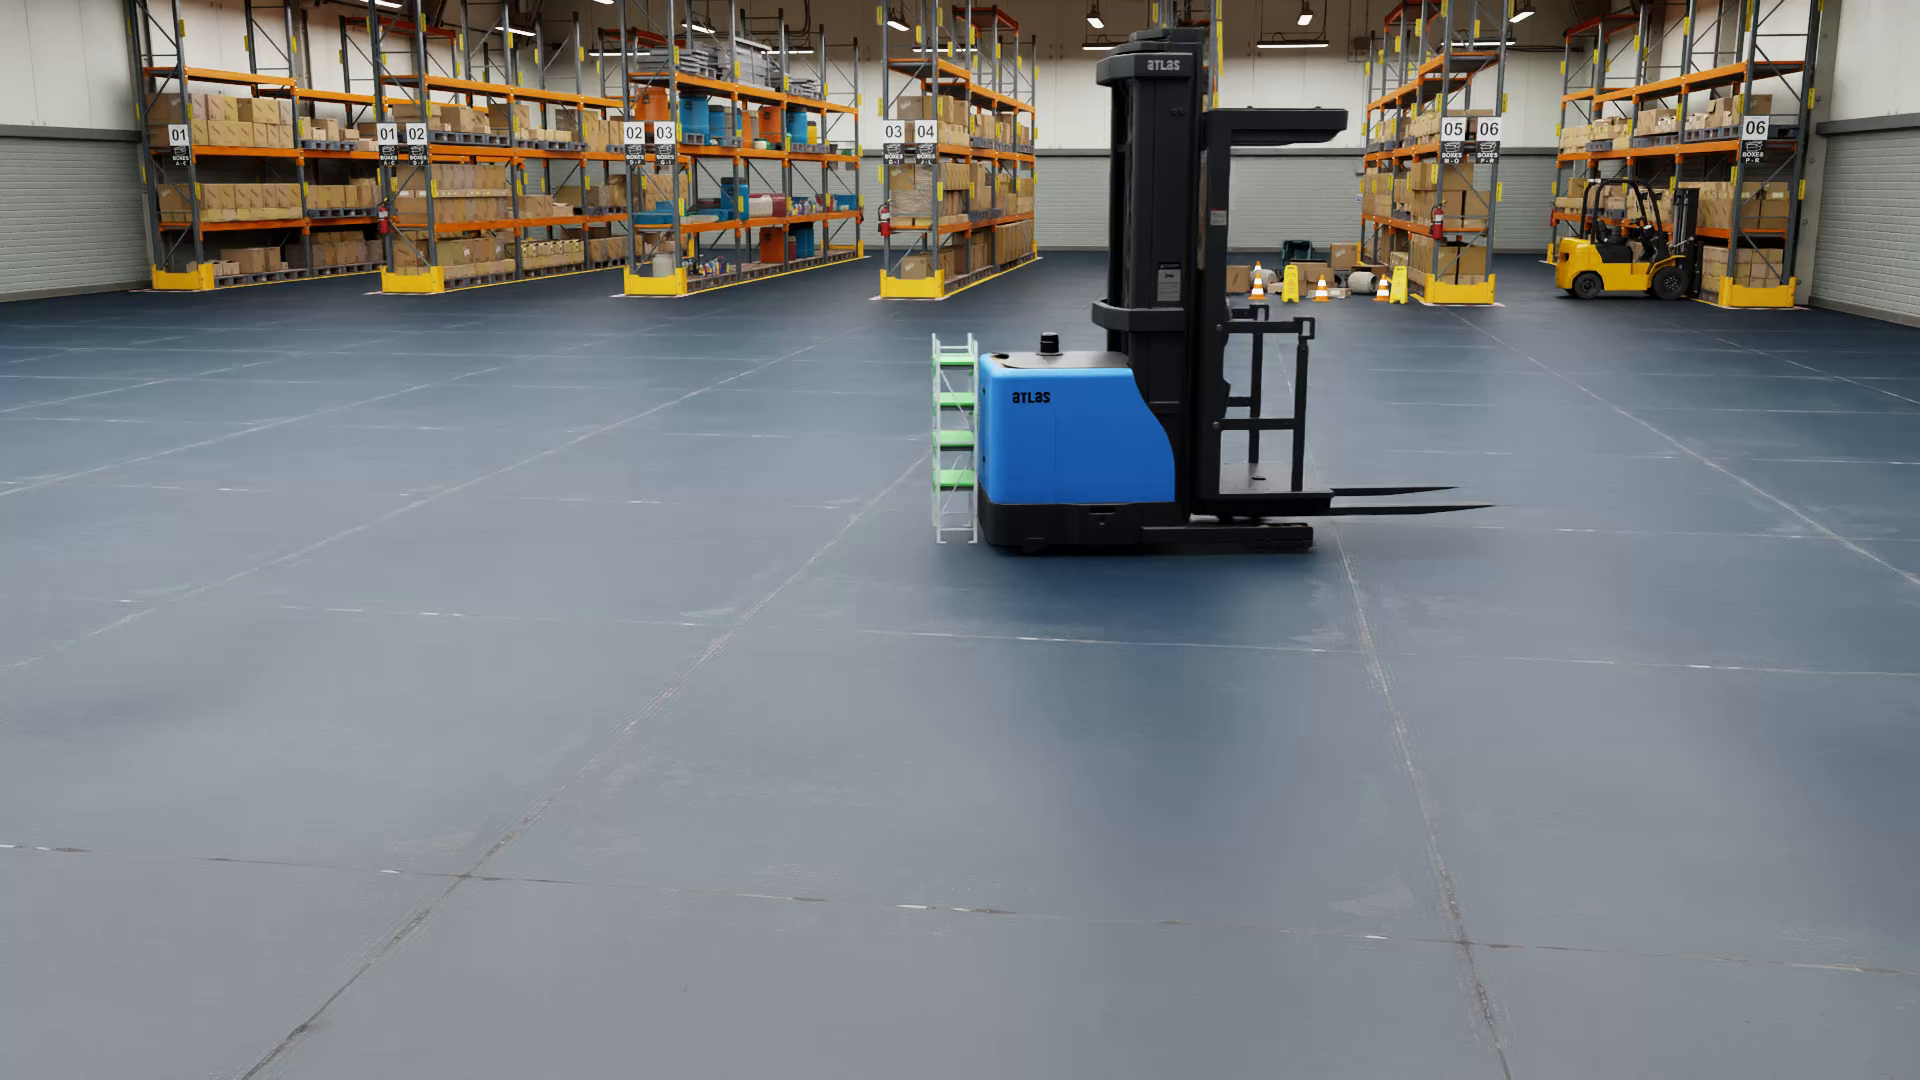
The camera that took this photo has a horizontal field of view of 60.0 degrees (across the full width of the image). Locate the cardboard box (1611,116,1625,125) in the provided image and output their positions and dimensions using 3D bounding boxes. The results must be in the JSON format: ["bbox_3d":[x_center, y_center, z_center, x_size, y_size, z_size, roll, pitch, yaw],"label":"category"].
[{"bbox_3d":[15.657,-9.907,39.396,0.396,0.266,0.258,2,12,8],"label":"cardboard box"}]

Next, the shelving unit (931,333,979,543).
[{"bbox_3d":[-0.033,-0.621,10.026,0.258,1.200,0.503,-1,12,-4],"label":"shelving unit"}]

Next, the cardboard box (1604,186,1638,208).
[{"bbox_3d":[15.090,-7.796,37.807,0.797,0.503,0.637,2,12,7],"label":"cardboard box"}]

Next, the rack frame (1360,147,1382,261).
[{"bbox_3d":[11.347,-9.020,44.728,1.000,3.000,0.127,2,12,9],"label":"rack frame"}]

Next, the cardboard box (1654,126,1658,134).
[{"bbox_3d":[14.394,-8.359,33.902,0.380,0.149,0.250,2,12,8],"label":"cardboard box"}]

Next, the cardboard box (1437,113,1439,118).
[{"bbox_3d":[8.745,-7.609,29.763,0.380,0.149,0.250,2,12,8],"label":"cardboard box"}]

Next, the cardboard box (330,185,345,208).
[{"bbox_3d":[-14.699,-7.948,38.470,0.700,0.500,0.500,4,13,16],"label":"cardboard box"}]

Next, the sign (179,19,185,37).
[{"bbox_3d":[-15.053,-9.902,32.176,0.100,0.325,0.005,2,12,9],"label":"sign"}]

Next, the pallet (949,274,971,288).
[{"bbox_3d":[-0.359,-5.339,34.266,1.003,0.211,1.213,2,12,9],"label":"pallet"}]

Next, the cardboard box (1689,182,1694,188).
[{"bbox_3d":[13.942,-6.656,31.273,0.380,0.149,0.250,2,12,10],"label":"cardboard box"}]

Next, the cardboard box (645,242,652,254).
[{"bbox_3d":[-8.570,-7.811,44.457,0.500,0.311,0.500,2,12,9],"label":"cardboard box"}]

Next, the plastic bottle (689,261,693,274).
[{"bbox_3d":[-5.622,-5.696,34.737,0.097,0.271,0.097,0,12,0],"label":"plastic bottle"}]

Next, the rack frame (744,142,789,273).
[{"bbox_3d":[-4.570,-7.836,39.235,1.000,3.000,0.127,2,12,9],"label":"rack frame"}]

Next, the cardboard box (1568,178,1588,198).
[{"bbox_3d":[15.685,-8.901,42.044,0.500,0.500,0.500,2,12,10],"label":"cardboard box"}]

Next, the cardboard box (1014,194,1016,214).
[{"bbox_3d":[1.137,-8.451,41.850,0.500,0.500,0.500,2,12,9],"label":"cardboard box"}]

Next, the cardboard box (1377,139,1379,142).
[{"bbox_3d":[10.513,-9.985,41.172,0.396,0.266,0.258,2,12,10],"label":"cardboard box"}]

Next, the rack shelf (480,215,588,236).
[{"bbox_3d":[-9.771,-7.230,38.127,1.077,0.370,4.000,2,12,9],"label":"rack shelf"}]

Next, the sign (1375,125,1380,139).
[{"bbox_3d":[10.183,-9.963,40.567,0.100,0.325,0.005,2,12,9],"label":"sign"}]

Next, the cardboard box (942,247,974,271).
[{"bbox_3d":[-0.083,-6.062,35.891,0.700,0.500,0.500,2,12,8],"label":"cardboard box"}]

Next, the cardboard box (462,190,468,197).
[{"bbox_3d":[-10.225,-7.041,33.768,0.380,0.149,0.250,2,12,8],"label":"cardboard box"}]

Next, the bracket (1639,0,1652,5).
[{"bbox_3d":[16.220,-12.760,39.300,0.235,0.232,0.430,2,12,9],"label":"bracket"}]

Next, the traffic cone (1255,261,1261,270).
[{"bbox_3d":[6.293,-5.651,35.119,0.336,0.463,0.334,2,12,9],"label":"traffic cone"}]

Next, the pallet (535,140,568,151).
[{"bbox_3d":[-9.649,-8.994,37.937,1.003,0.211,1.213,2,12,11],"label":"pallet"}]

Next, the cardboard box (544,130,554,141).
[{"bbox_3d":[-9.640,-9.271,38.132,0.500,0.250,0.500,2,12,8],"label":"cardboard box"}]

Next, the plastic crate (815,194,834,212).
[{"bbox_3d":[-3.570,-8.907,43.910,0.402,0.464,0.583,2,12,9],"label":"plastic crate"}]

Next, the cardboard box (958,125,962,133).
[{"bbox_3d":[-0.157,-8.188,33.157,0.380,0.149,0.250,1,12,7],"label":"cardboard box"}]

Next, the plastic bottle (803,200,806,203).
[{"bbox_3d":[-3.944,-8.409,42.010,0.144,0.351,0.185,2,12,9],"label":"plastic bottle"}]

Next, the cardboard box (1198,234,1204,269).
[{"bbox_3d":[4.428,-5.699,33.366,0.875,0.875,0.875,2,12,10],"label":"cardboard box"}]

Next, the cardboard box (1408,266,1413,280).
[{"bbox_3d":[9.143,-5.269,32.853,0.500,0.250,0.500,1,12,6],"label":"cardboard box"}]

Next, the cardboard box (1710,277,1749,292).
[{"bbox_3d":[13.551,-4.498,29.277,0.500,0.250,0.500,2,12,9],"label":"cardboard box"}]

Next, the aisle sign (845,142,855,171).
[{"bbox_3d":[-3.039,-10.778,46.714,0.394,0.787,0.004,2,12,9],"label":"aisle sign"}]

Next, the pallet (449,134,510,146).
[{"bbox_3d":[-10.185,-8.409,34.985,1.003,0.211,1.213,2,12,9],"label":"pallet"}]

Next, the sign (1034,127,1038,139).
[{"bbox_3d":[2.088,-11.181,45.722,0.100,0.325,0.005,2,12,9],"label":"sign"}]

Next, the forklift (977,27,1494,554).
[{"bbox_3d":[1.640,-1.465,9.833,3.031,2.935,1.130,-1,12,-5],"label":"forklift"}]

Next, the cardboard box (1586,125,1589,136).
[{"bbox_3d":[15.476,-9.923,40.261,0.500,0.250,0.500,2,12,9],"label":"cardboard box"}]

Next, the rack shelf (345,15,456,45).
[{"bbox_3d":[-14.052,-12.779,41.750,1.077,0.370,4.000,2,12,9],"label":"rack shelf"}]

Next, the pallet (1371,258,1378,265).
[{"bbox_3d":[10.926,-6.980,41.880,1.003,0.211,1.213,2,12,9],"label":"pallet"}]

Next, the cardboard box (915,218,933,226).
[{"bbox_3d":[-0.627,-5.939,31.029,0.380,0.149,0.250,2,12,9],"label":"cardboard box"}]

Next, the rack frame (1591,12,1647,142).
[{"bbox_3d":[15.637,-10.960,39.489,1.000,3.000,0.127,2,12,9],"label":"rack frame"}]

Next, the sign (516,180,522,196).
[{"bbox_3d":[-9.530,-7.609,35.938,0.100,0.325,0.005,2,12,9],"label":"sign"}]

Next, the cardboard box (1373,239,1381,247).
[{"bbox_3d":[11.071,-7.454,42.545,0.875,0.438,0.875,2,12,7],"label":"cardboard box"}]

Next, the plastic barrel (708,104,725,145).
[{"bbox_3d":[-5.321,-8.828,35.526,0.600,0.901,0.708,2,12,9],"label":"plastic barrel"}]

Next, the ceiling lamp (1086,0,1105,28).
[{"bbox_3d":[3.534,-14.032,39.886,0.800,3.185,2.000,2,12,9],"label":"ceiling lamp"}]

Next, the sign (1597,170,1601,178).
[{"bbox_3d":[16.797,-9.558,43.727,0.100,0.325,0.005,2,12,9],"label":"sign"}]

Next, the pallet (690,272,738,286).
[{"bbox_3d":[-5.330,-5.502,35.022,1.003,0.211,1.213,2,12,9],"label":"pallet"}]

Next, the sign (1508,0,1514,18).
[{"bbox_3d":[9.422,-9.100,28.452,0.100,0.325,0.005,2,12,9],"label":"sign"}]

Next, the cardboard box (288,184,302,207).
[{"bbox_3d":[-14.741,-7.519,36.292,0.500,0.500,0.500,2,12,9],"label":"cardboard box"}]

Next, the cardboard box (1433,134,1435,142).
[{"bbox_3d":[8.841,-7.327,30.349,0.380,0.149,0.250,2,12,8],"label":"cardboard box"}]

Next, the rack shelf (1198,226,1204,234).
[{"bbox_3d":[4.287,-5.893,31.927,1.077,0.370,4.000,2,12,9],"label":"rack shelf"}]

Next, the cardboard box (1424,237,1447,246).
[{"bbox_3d":[8.741,-5.488,30.549,0.380,0.149,0.250,2,12,10],"label":"cardboard box"}]

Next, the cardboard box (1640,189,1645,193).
[{"bbox_3d":[14.600,-7.339,35.151,0.380,0.149,0.250,2,12,9],"label":"cardboard box"}]

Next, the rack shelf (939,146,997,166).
[{"bbox_3d":[0.016,-8.374,36.318,1.077,0.370,4.000,2,12,9],"label":"rack shelf"}]
